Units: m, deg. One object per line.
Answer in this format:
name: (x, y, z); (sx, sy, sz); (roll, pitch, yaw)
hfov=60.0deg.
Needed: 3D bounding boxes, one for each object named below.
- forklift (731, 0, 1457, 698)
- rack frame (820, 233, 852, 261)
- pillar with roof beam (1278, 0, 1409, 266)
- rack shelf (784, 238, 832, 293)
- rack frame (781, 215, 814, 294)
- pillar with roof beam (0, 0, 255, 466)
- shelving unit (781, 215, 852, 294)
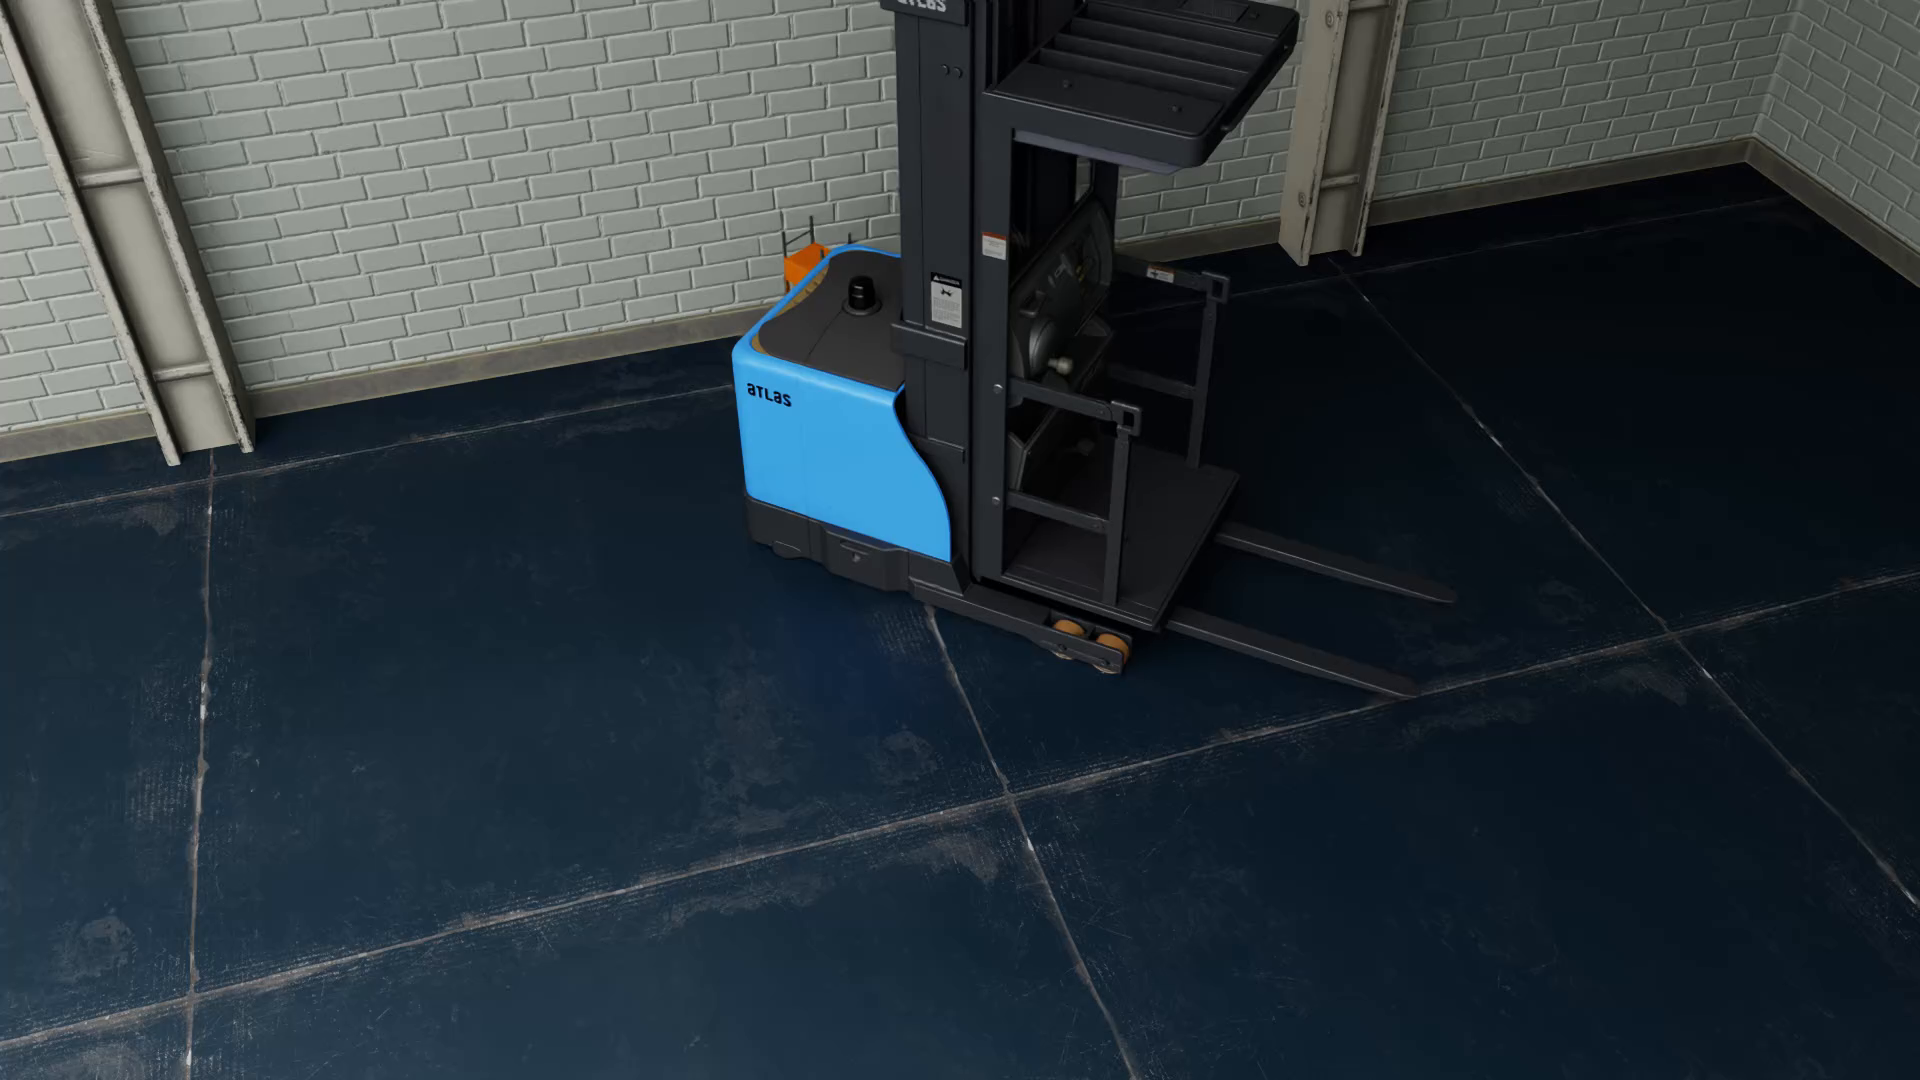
forklift: (0.588, -0.947, 6.456); (3.031, 2.935, 1.130); (18, 44, 19)
rack frame: (-0.565, -0.960, 7.900); (0.008, 1.050, 0.200); (29, 49, 29)
pillar with roof beam: (3.347, -2.364, 3.466); (0.400, 9.000, 9.100); (-12, 42, -13)
rack shelf: (-0.658, -1.217, 7.780); (0.240, 0.259, 0.215); (29, 49, 29)
rack frame: (-0.751, -1.064, 8.019); (0.008, 1.050, 0.200); (29, 49, 29)
pillar with roof beam: (-2.376, -1.179, 2.109); (0.400, 9.000, 9.100); (-12, 42, -13)
shelving unit: (-0.658, -1.012, 7.960); (0.252, 1.050, 0.215); (29, 49, 29)
